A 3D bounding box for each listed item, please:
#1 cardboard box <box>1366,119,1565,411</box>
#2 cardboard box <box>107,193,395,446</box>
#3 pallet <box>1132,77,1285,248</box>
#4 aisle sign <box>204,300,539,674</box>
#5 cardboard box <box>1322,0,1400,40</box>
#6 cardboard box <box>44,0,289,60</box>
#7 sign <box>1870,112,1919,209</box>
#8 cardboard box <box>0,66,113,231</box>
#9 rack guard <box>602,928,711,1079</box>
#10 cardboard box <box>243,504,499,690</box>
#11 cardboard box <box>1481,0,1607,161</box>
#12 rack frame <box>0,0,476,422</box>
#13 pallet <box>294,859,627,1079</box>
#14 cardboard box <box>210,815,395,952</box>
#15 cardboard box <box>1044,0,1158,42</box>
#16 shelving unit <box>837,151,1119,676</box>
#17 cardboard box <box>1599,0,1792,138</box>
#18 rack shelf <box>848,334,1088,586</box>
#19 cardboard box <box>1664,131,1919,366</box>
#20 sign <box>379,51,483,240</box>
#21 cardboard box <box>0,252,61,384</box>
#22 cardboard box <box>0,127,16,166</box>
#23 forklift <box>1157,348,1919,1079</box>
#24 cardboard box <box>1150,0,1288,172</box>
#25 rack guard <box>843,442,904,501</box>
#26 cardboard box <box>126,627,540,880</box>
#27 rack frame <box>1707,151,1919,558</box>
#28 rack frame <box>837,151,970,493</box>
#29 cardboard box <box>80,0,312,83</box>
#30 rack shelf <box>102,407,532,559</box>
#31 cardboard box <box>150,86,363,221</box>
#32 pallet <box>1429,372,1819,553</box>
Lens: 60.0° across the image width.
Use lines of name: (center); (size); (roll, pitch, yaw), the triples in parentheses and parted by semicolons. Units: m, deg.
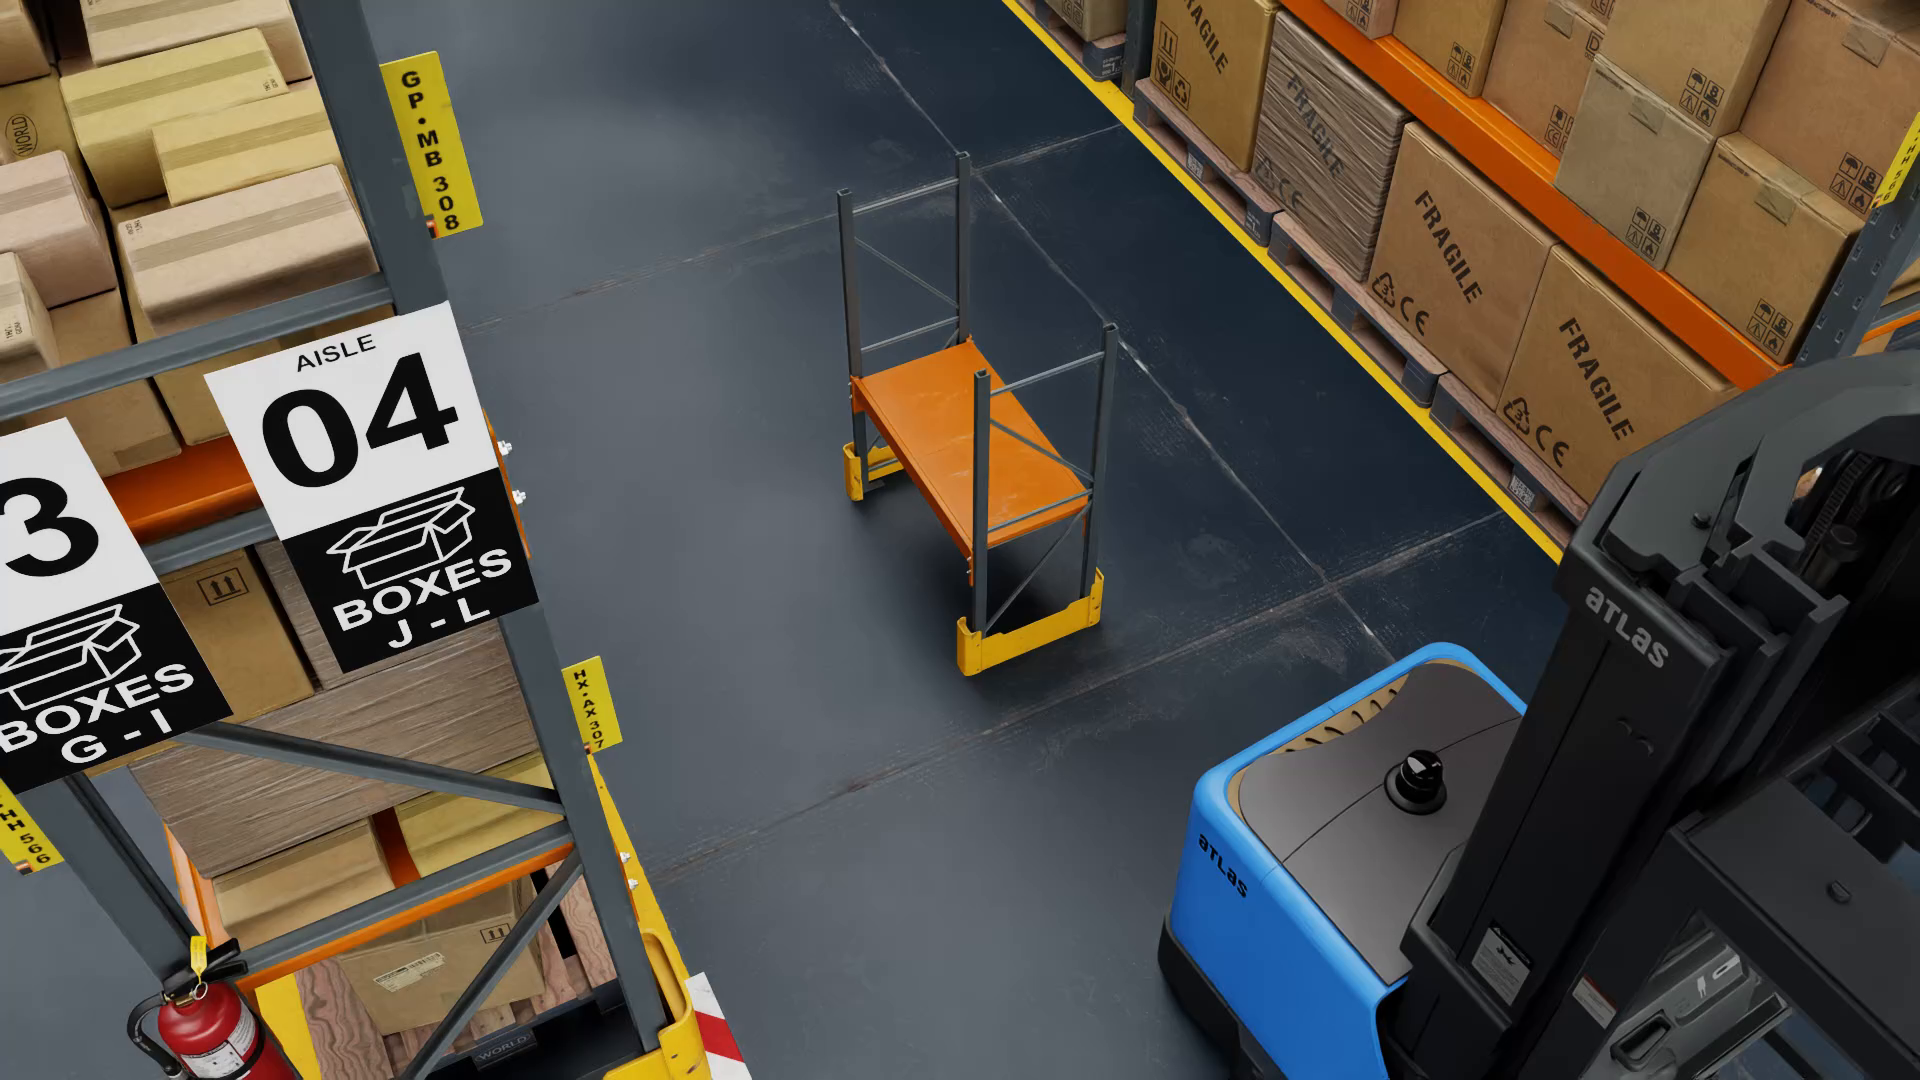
cardboard box: (2.368, -1.249, 6.875); (0.875, 0.875, 0.875); (-22, 52, -18)
cardboard box: (-1.305, -0.500, 3.194); (0.500, 0.250, 0.500); (-20, 52, -16)
pallet: (1.590, -2.014, 8.264); (1.003, 0.211, 1.213); (-21, 52, -18)
aisle sign: (-1.020, -0.068, 2.982); (0.394, 0.787, 0.004); (-21, 52, -18)
cardboard box: (1.905, -2.512, 6.748); (0.875, 0.550, 0.550); (-21, 52, -18)
cardboard box: (-1.770, -1.176, 3.785); (0.500, 0.250, 0.500); (-21, 52, -18)
sign: (2.653, -1.073, 4.661); (0.100, 0.325, 0.005); (-21, 52, -18)
cardboard box: (-1.992, -0.657, 3.331); (0.500, 0.250, 0.500); (-21, 52, -17)
rack guard: (-1.350, 1.622, 4.892); (1.175, 0.500, 0.348); (-21, 52, -18)
cardboard box: (-1.324, -0.072, 3.785); (0.500, 0.500, 0.500); (-21, 52, -18)
cardboard box: (2.516, -1.852, 6.170); (0.875, 0.550, 0.550); (-21, 52, -18)
rack frame: (-1.315, -1.125, 1.648); (1.000, 3.000, 0.127); (-21, 52, -18)
pallet: (-1.690, 1.161, 5.487); (1.003, 0.211, 1.213); (-21, 52, -18)
cardboard box: (-1.629, 0.813, 4.106); (0.380, 0.149, 0.250); (-21, 52, -18)
cardboard box: (0.947, -3.250, 8.708); (1.050, 0.750, 0.750); (-21, 52, -18)
shelving unit: (0.035, -0.443, 6.033); (0.587, 1.500, 1.083); (-21, 52, -18)
cardboard box: (2.673, -1.794, 5.402); (0.875, 0.550, 0.550); (-21, 52, -18)
rack shelf: (0.039, -0.318, 6.164); (0.538, 0.185, 1.000); (-21, 52, -18)
cardboard box: (2.932, -1.073, 5.489); (0.875, 0.550, 0.550); (-21, 52, -18)
sign: (-0.832, -0.612, 2.612); (0.100, 0.325, 0.005); (-21, 52, -18)
cardboard box: (-1.719, -0.298, 2.752); (0.380, 0.149, 0.250); (-21, 52, -18)
cardboard box: (-1.957, -0.658, 3.067); (0.380, 0.149, 0.250); (-23, 53, -19)
forklift: (1.853, 1.155, 3.685); (1.130, 2.935, 3.031); (-26, 54, -21)
cardboard box: (1.537, -2.462, 7.936); (0.875, 0.875, 0.875); (-20, 52, -17)
rack guard: (-0.193, -0.365, 6.795); (0.587, 0.250, 0.087); (-21, 52, -18)
cardboard box: (-1.542, 0.341, 4.087); (0.875, 0.500, 0.500); (-21, 52, -18)
rack frame: (3.142, -0.791, 5.342); (1.000, 3.000, 0.127); (-21, 52, -18)
rack frame: (-0.194, -0.777, 6.326); (0.500, 1.500, 0.032); (-21, 52, -18)
cardboard box: (-1.554, -1.024, 3.387); (0.380, 0.149, 0.250); (-19, 52, -16)
rack shelf: (-2.230, -1.239, 4.219); (1.077, 0.370, 4.000); (-21, 52, -18)
cardboard box: (-1.268, -0.690, 3.096); (0.380, 0.149, 0.250); (-20, 52, -17)
pallet: (2.706, -0.381, 6.836); (1.003, 0.211, 1.213); (-21, 52, -18)
